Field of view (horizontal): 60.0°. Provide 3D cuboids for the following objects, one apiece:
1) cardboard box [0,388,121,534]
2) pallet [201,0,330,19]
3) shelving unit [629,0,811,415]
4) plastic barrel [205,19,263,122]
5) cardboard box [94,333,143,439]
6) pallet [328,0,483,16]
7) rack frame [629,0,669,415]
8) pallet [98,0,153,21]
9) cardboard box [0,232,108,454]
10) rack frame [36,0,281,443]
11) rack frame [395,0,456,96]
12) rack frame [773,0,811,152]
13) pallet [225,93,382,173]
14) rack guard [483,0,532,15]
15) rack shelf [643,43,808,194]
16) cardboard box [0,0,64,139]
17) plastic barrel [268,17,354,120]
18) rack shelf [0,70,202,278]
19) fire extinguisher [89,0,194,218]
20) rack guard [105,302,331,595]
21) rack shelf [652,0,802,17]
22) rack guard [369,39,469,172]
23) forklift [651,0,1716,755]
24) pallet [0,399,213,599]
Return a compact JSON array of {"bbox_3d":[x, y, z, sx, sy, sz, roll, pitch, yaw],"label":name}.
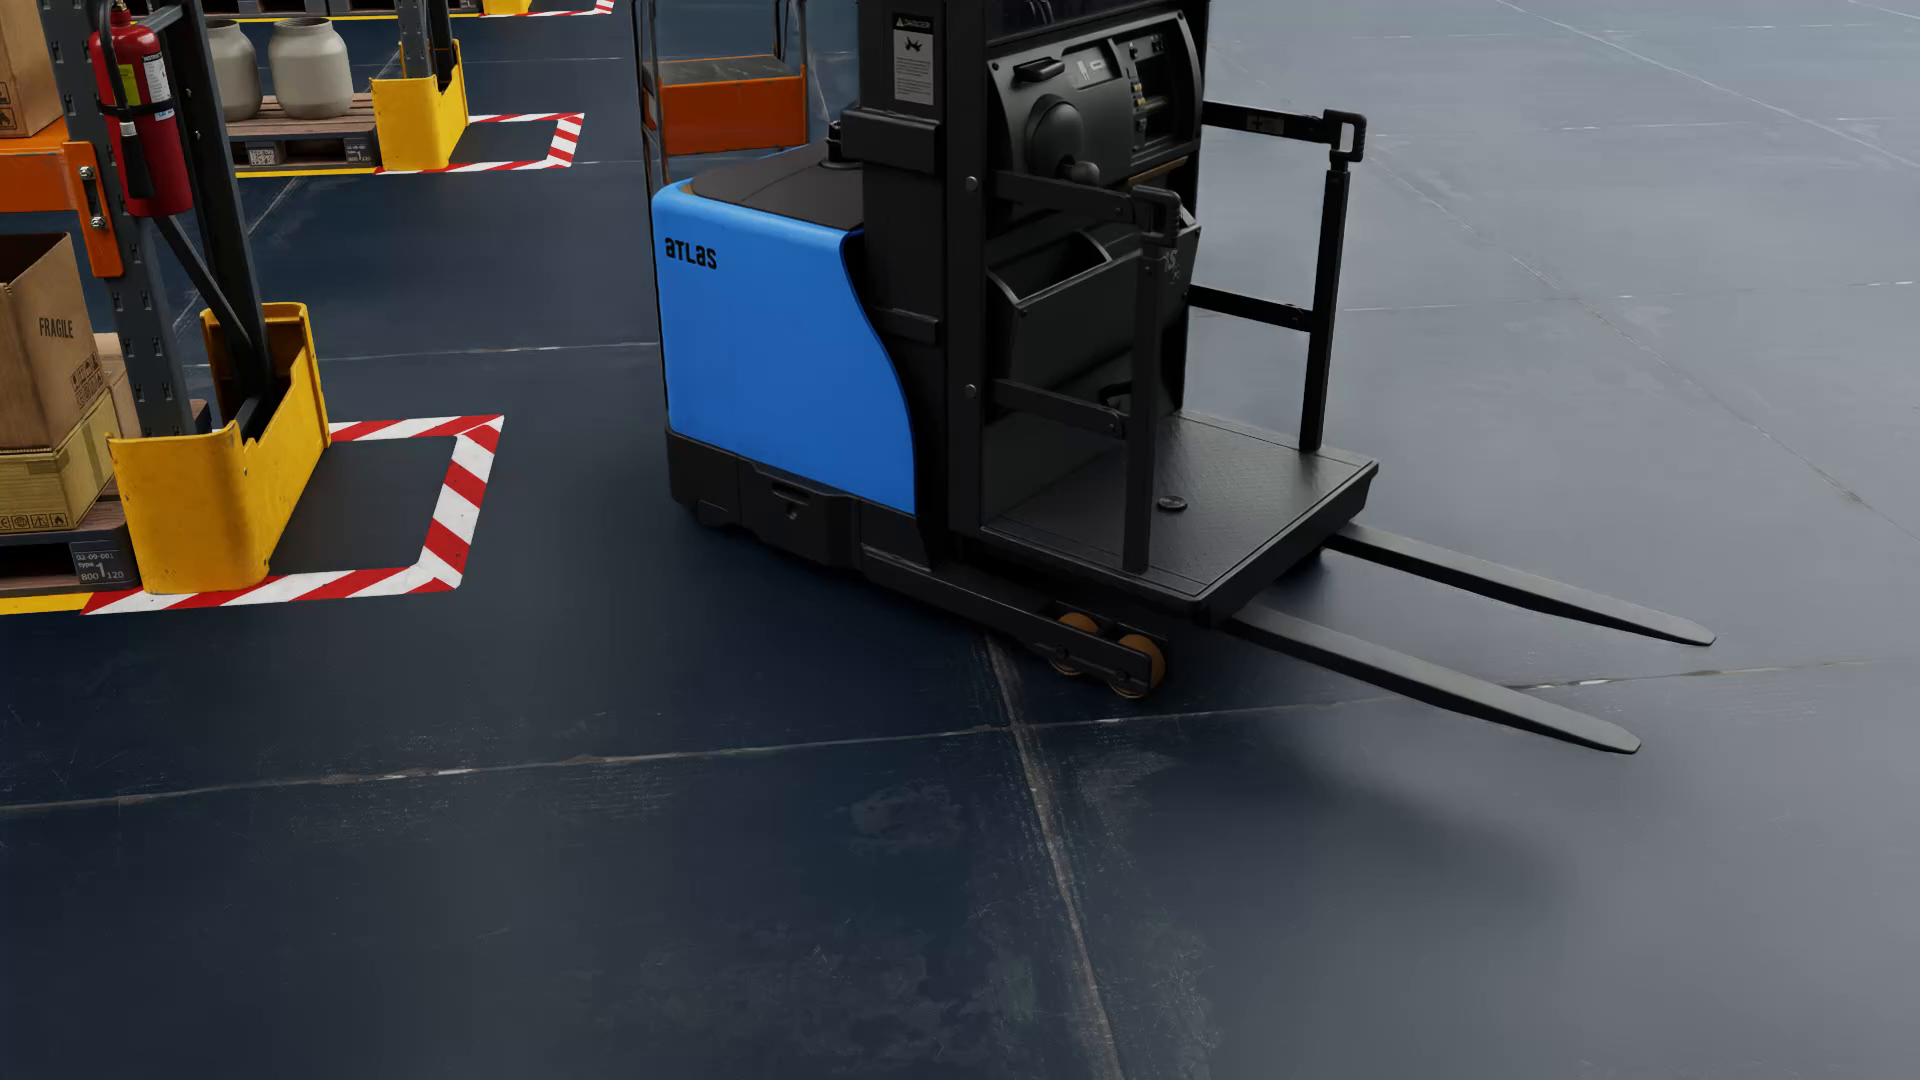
[{"bbox_3d":[-2.857,-0.236,4.976,0.500,0.250,0.500,-4,27,-7],"label":"cardboard box"},{"bbox_3d":[-5.834,-4.561,13.908,1.213,0.211,1.003,-4,27,-7],"label":"pallet"},{"bbox_3d":[-0.800,-1.381,5.641,0.503,2.100,0.431,-9,29,-17],"label":"shelving unit"},{"bbox_3d":[-4.191,-2.651,9.396,0.421,0.512,0.421,0,27,0],"label":"plastic barrel"},{"bbox_3d":[-2.930,-0.470,5.432,0.500,0.250,0.500,-4,27,-7],"label":"cardboard box"},{"bbox_3d":[-4.629,-4.637,14.057,1.213,0.211,1.003,-4,27,-7],"label":"pallet"},{"bbox_3d":[-1.031,-1.344,5.570,0.015,2.100,0.400,-9,29,-17],"label":"rack frame"},{"bbox_3d":[-7.045,-4.482,13.754,1.213,0.211,1.003,-4,27,-7],"label":"pallet"},{"bbox_3d":[-2.857,-0.569,4.803,0.500,0.500,0.500,-4,27,-7],"label":"cardboard box"},{"bbox_3d":[-2.367,-1.440,4.771,0.127,3.000,1.000,-4,27,-7],"label":"rack frame"},{"bbox_3d":[-3.054,-3.680,9.135,0.127,3.000,1.000,-4,27,-7],"label":"rack frame"},{"bbox_3d":[-0.570,-1.418,5.713,0.015,2.100,0.400,-9,29,-17],"label":"rack frame"},{"bbox_3d":[-3.928,-2.364,9.625,1.213,0.211,1.003,-4,27,-7],"label":"pallet"},{"bbox_3d":[-3.819,-4.802,14.060,0.348,0.500,1.175,-4,27,-7],"label":"rack guard"},{"bbox_3d":[-0.800,-1.369,5.648,0.480,0.518,0.431,-9,29,-17],"label":"rack shelf"},{"bbox_3d":[-2.832,-1.461,4.701,0.500,0.500,0.700,-4,27,-7],"label":"cardboard box"},{"bbox_3d":[-3.695,-2.683,9.459,0.421,0.512,0.421,0,27,0],"label":"plastic barrel"},{"bbox_3d":[-4.348,-0.993,4.687,4.000,0.370,1.077,-4,27,-7],"label":"rack shelf"},{"bbox_3d":[-2.186,-1.203,4.394,0.183,0.674,0.296,-4,27,-7],"label":"fire extinguisher"},{"bbox_3d":[-2.344,-0.329,5.344,0.348,0.500,1.175,-4,27,-7],"label":"rack guard"},{"bbox_3d":[-0.800,-1.992,5.328,0.480,0.518,0.431,-9,29,-17],"label":"rack shelf"},{"bbox_3d":[-3.123,-2.541,9.655,0.348,0.500,1.175,-4,27,-7],"label":"rack guard"},{"bbox_3d":[0.542,-1.157,4.294,3.031,2.935,1.130,19,33,33],"label":"forklift"},{"bbox_3d":[-3.119,-0.132,5.276,1.213,0.211,1.003,-4,27,-7],"label":"pallet"}]
